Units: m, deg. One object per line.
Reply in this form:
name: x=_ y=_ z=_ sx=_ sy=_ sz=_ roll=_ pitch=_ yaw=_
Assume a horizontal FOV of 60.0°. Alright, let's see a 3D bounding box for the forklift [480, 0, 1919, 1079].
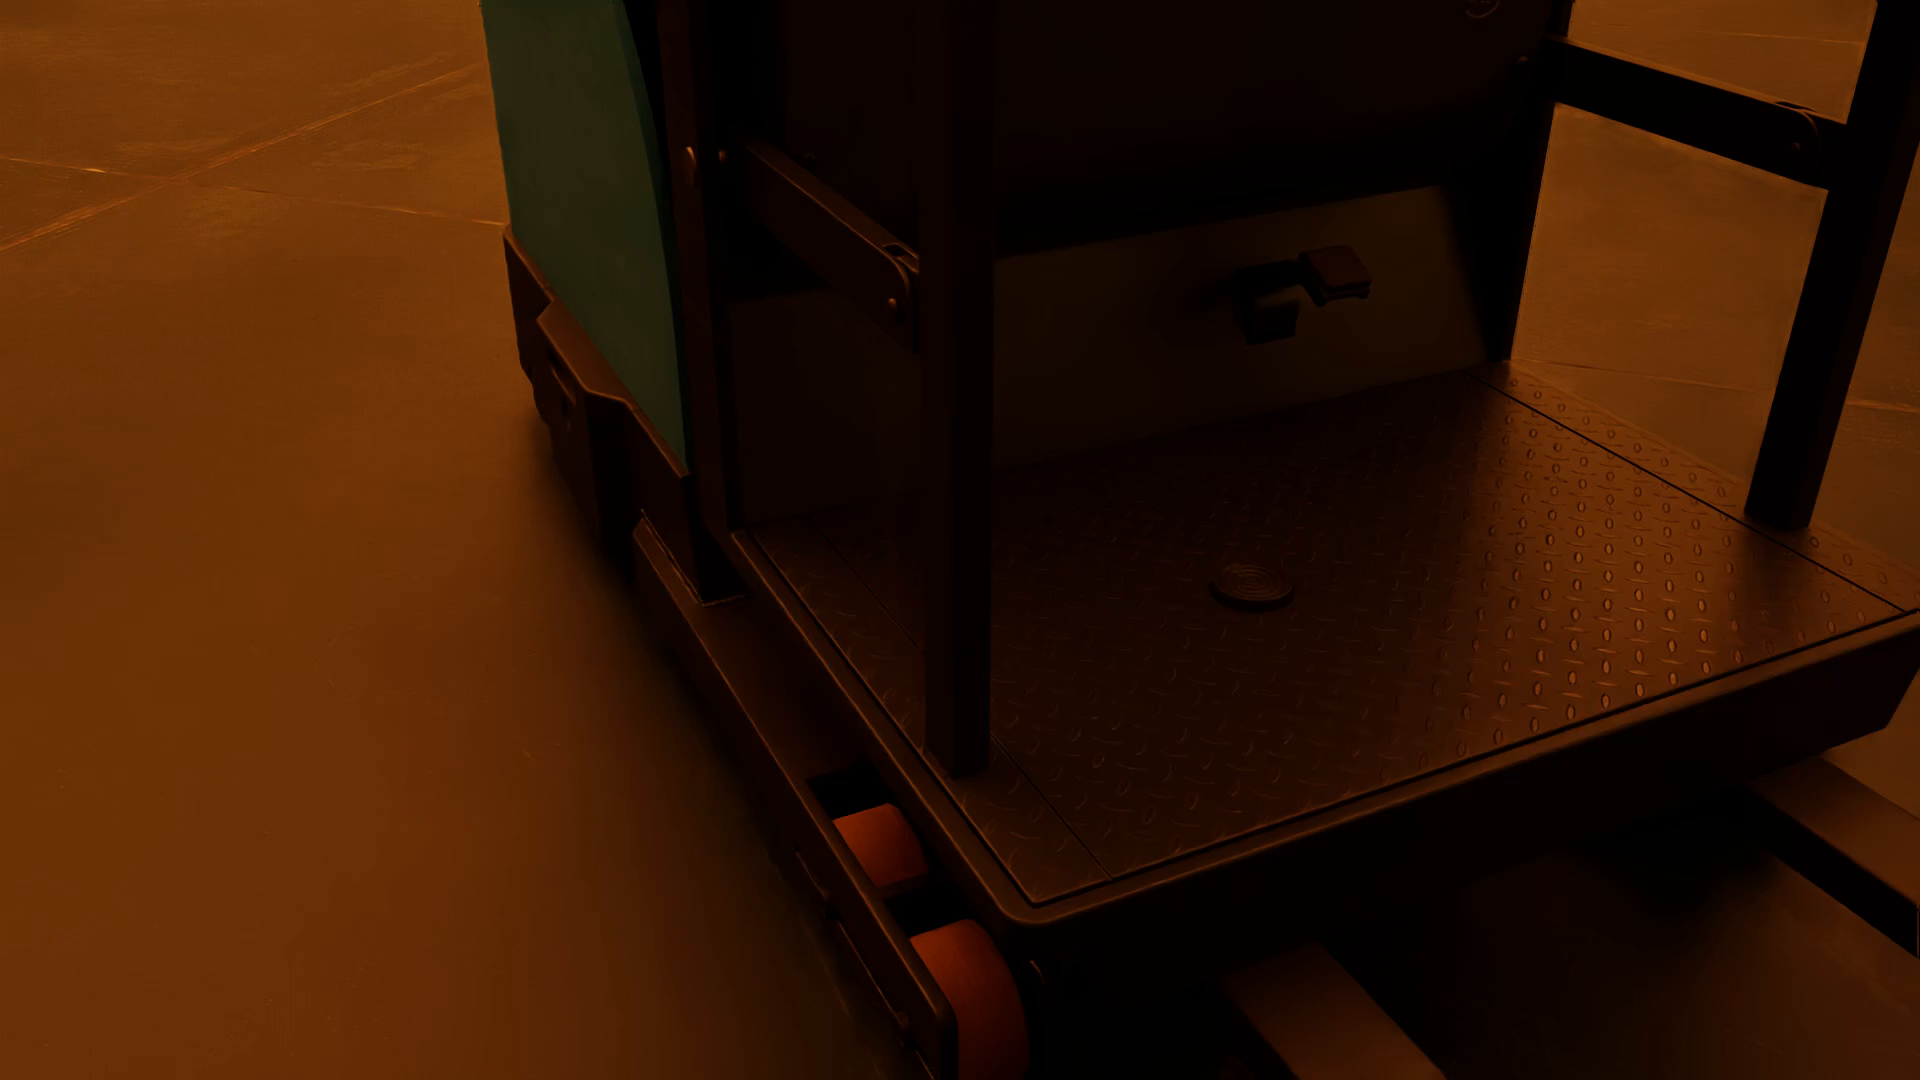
forklift: x=0.327 y=-0.996 z=1.285 sx=1.130 sy=2.935 sz=3.031 roll=-13 pitch=32 yaw=-22
